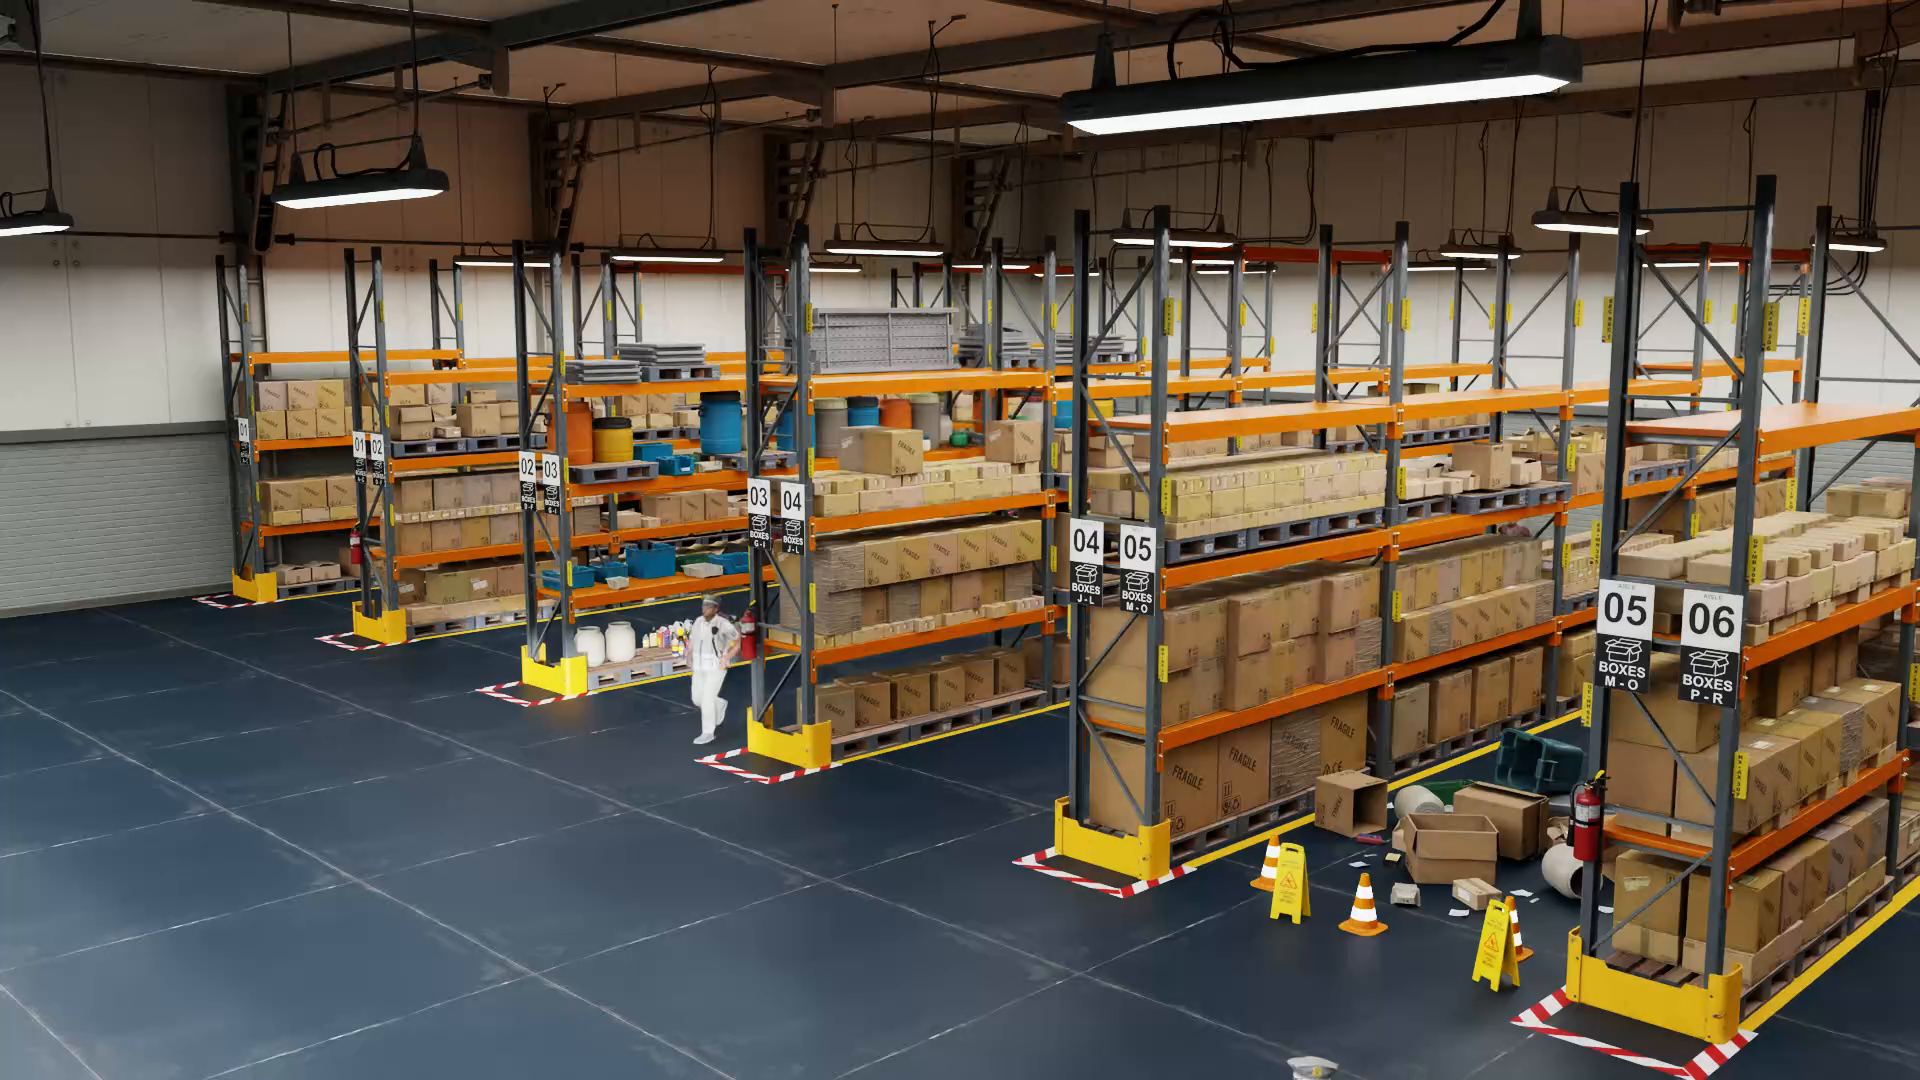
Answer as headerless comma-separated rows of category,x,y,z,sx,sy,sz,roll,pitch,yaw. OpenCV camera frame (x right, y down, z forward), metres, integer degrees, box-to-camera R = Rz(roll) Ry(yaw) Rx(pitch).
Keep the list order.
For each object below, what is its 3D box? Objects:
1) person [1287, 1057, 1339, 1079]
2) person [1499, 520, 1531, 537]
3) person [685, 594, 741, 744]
person,1.718,3.234,8.360,0.575,1.625,0.861,0,8,1
person,9.150,0.406,27.495,0.652,1.817,0.989,6,10,37
person,-2.955,1.501,19.866,0.683,1.755,0.811,4,9,27
